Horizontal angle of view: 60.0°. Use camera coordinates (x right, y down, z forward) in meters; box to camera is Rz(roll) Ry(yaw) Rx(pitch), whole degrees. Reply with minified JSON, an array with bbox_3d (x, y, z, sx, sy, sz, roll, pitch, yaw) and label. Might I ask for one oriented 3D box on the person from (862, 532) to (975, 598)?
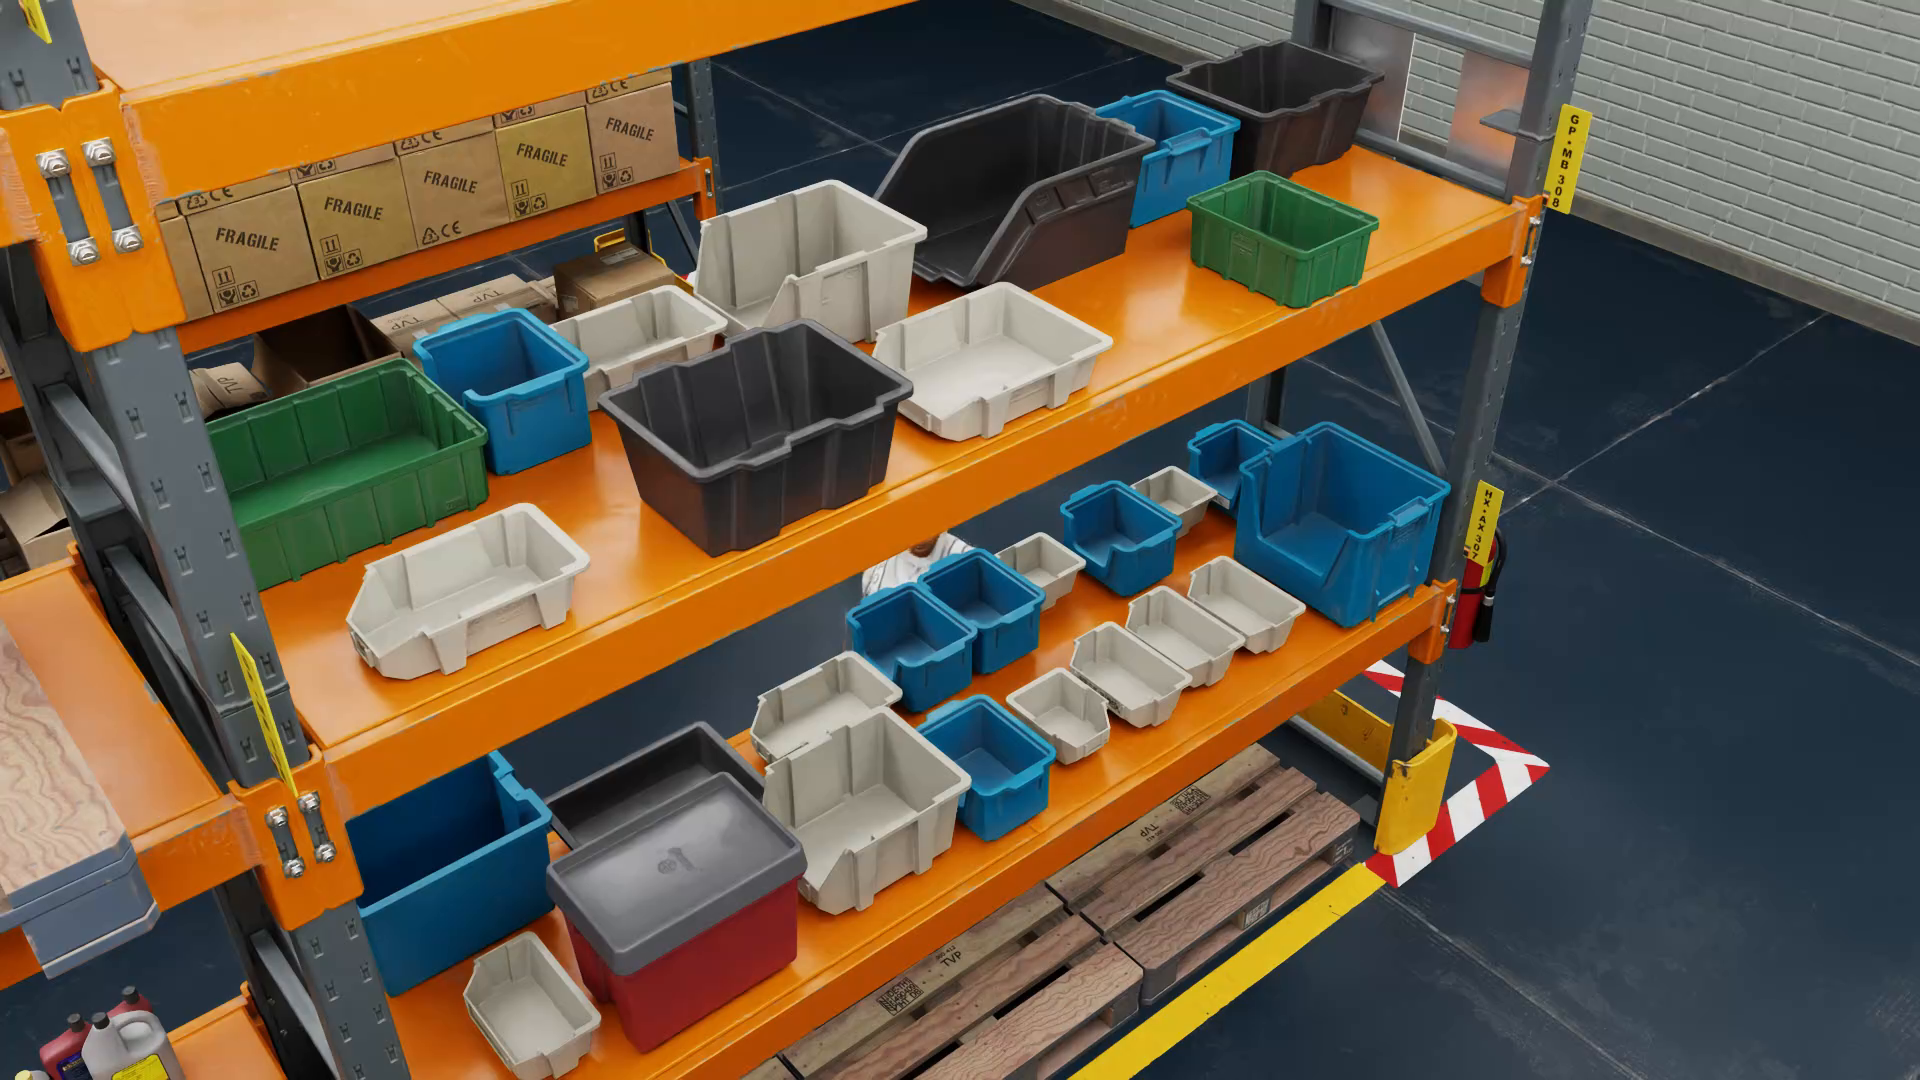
[{"bbox_3d":[-0.170,0.529,6.355,0.535,1.723,0.452,9,37,12],"label":"person"}]
